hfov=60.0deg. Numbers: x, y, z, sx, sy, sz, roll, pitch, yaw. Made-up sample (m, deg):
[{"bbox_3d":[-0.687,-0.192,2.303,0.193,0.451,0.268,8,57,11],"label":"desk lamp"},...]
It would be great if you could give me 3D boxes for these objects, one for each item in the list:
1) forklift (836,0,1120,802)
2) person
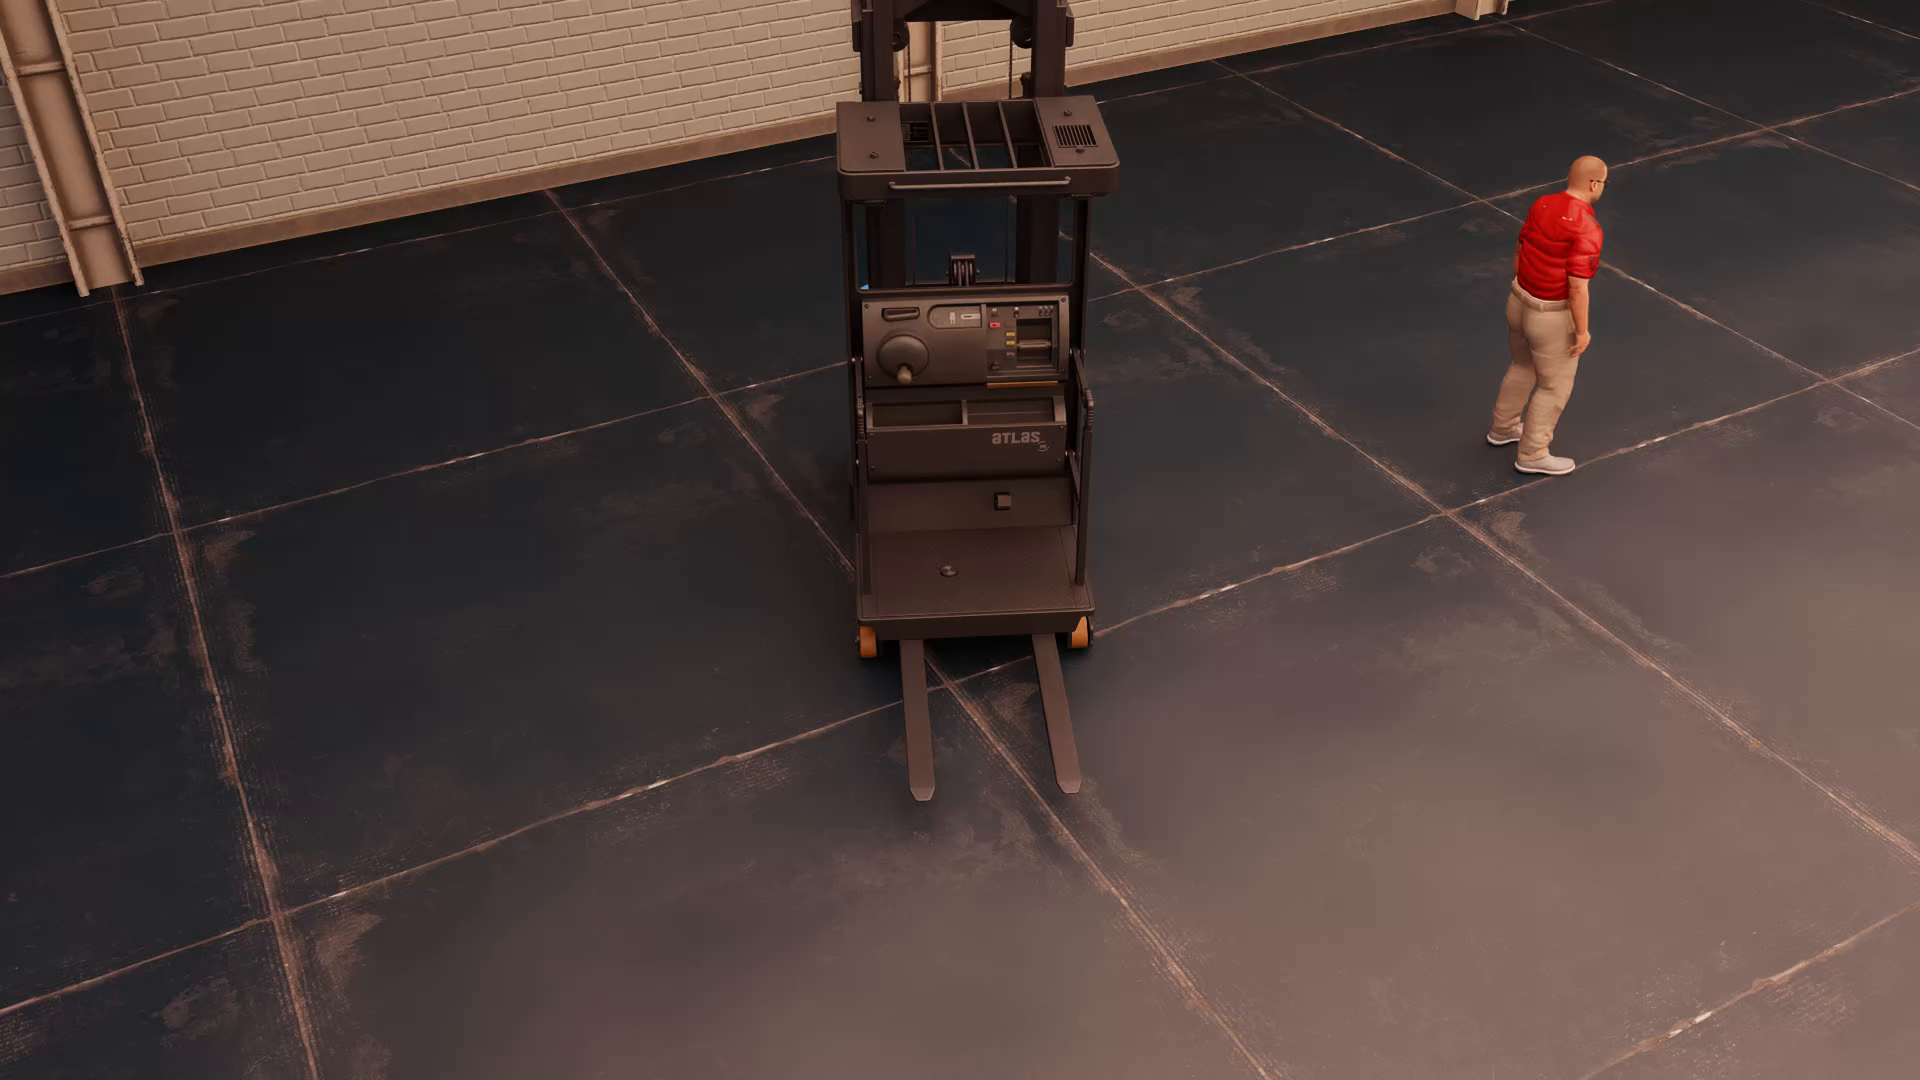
[{"bbox_3d":[0.045,-0.837,7.308,1.130,2.935,3.031,-2,35,-3],"label":"forklift"},{"bbox_3d":[3.151,-1.208,8.875,0.399,1.726,0.604,-10,37,-14],"label":"person"}]
